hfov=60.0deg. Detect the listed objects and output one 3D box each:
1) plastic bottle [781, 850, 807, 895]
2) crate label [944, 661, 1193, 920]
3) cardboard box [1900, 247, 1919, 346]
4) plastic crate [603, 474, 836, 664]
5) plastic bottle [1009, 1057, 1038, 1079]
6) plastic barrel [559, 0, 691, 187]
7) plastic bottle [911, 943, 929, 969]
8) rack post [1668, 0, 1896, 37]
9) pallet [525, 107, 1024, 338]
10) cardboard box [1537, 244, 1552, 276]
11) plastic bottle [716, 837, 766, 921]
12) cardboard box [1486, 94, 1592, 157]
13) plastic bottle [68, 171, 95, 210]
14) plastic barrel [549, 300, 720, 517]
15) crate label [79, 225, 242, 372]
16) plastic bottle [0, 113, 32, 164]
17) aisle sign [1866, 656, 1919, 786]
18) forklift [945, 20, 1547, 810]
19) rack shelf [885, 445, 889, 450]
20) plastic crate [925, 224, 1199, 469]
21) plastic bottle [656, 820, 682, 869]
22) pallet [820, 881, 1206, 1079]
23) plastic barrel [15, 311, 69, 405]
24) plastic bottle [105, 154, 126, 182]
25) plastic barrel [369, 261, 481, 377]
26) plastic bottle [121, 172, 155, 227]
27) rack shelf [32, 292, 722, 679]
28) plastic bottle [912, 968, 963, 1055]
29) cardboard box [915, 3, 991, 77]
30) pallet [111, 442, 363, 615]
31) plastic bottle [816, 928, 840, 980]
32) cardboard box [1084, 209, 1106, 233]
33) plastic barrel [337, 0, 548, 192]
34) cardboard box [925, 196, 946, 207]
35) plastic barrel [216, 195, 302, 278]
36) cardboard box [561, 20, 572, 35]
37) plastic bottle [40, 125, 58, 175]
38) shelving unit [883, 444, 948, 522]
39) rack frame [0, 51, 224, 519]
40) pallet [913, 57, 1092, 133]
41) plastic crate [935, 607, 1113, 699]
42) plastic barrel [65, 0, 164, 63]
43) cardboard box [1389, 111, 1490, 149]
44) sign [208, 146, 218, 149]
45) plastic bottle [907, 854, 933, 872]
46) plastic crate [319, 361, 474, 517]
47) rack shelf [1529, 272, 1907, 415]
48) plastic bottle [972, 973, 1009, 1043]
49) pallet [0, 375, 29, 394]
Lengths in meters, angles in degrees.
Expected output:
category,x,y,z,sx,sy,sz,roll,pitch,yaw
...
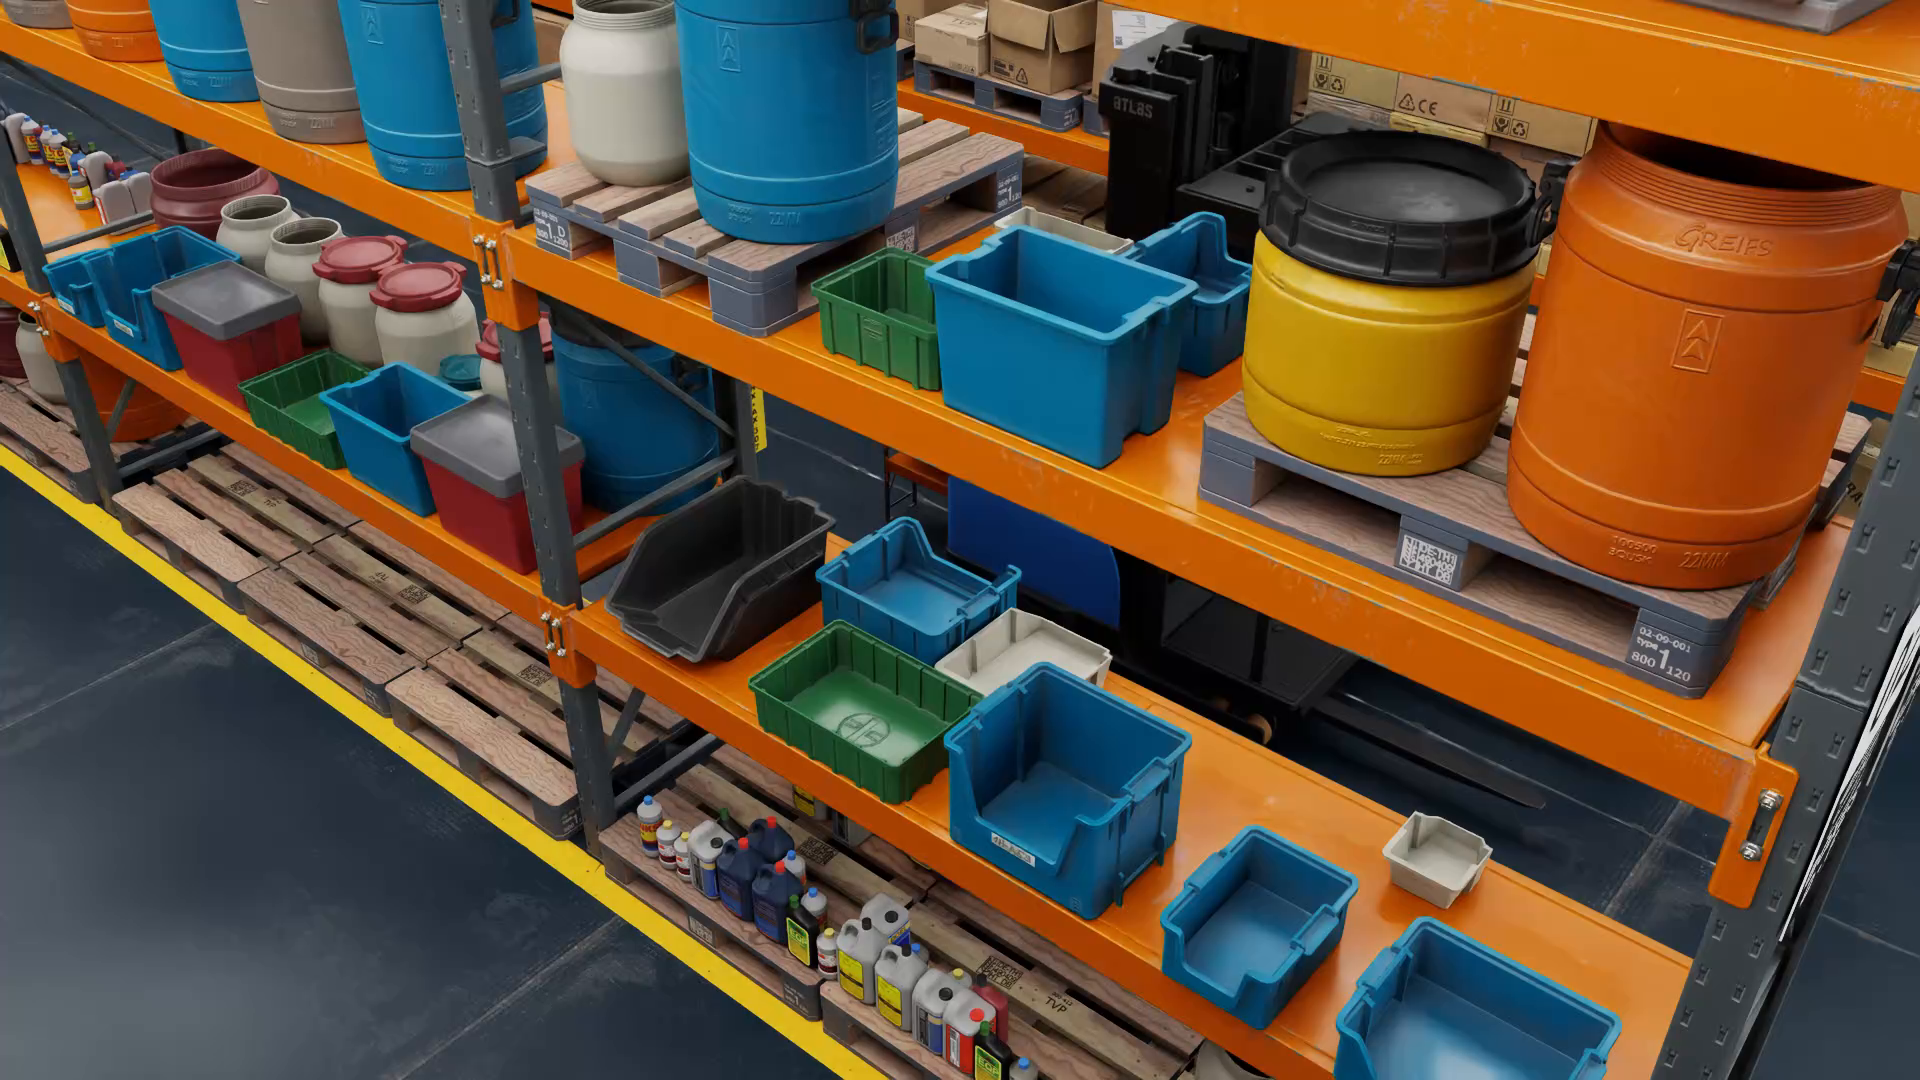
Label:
category,x,y,z,sx,sy,sz,roll,pitch,yaw
plastic bottle,-0.628,1.277,6.263,0.097,0.271,0.097,0,34,0
crate label,0.315,0.746,4.983,0.616,0.435,0.502,25,42,32
cardboard box,4.667,-1.221,7.527,0.500,0.500,0.875,25,42,32
plastic crate,-0.850,0.131,5.964,0.504,0.338,0.767,25,42,32
plastic bottle,0.211,1.807,5.552,0.097,0.201,0.097,0,34,0
plastic barrel,-0.966,-1.354,4.952,0.421,0.512,0.421,0,34,0
plastic bottle,-0.158,1.527,5.960,0.097,0.201,0.097,0,34,0
rack post,1.403,-1.287,3.116,0.937,0.300,0.954,-29,44,-35
pallet,-0.554,-1.079,5.189,1.003,0.211,1.213,25,42,32
cardboard box,3.132,-1.445,8.426,0.250,0.149,0.380,25,42,32
plastic bottle,-0.816,1.244,6.240,0.185,0.351,0.144,26,42,33
cardboard box,2.950,-2.235,8.121,0.500,0.500,0.500,25,42,32
plastic bottle,-4.792,-1.910,9.058,0.097,0.201,0.097,0,34,0
plastic barrel,-1.274,-0.618,6.557,0.708,0.901,0.600,25,42,32
crate label,-3.655,-1.125,7.708,0.616,0.435,0.502,25,42,32
plastic bottle,-5.437,-2.337,9.613,0.135,0.276,0.152,25,42,32
aisle sign,2.146,0.136,3.606,0.004,0.787,0.394,25,42,32
forklift,1.392,-0.613,7.054,3.031,2.935,1.130,24,41,31
rack shelf,-0.127,-0.499,8.536,0.480,0.148,0.258,25,42,32
plastic crate,0.245,-0.480,4.164,0.575,0.384,0.392,25,42,32
plastic bottle,-1.129,1.176,6.472,0.097,0.201,0.097,0,34,0
pallet,0.260,1.713,6.069,1.213,0.211,1.003,25,42,32
plastic barrel,-5.123,-1.071,9.487,0.421,0.512,0.421,0,34,0
plastic bottle,-4.594,-1.977,9.082,0.133,0.283,0.061,25,42,32
plastic barrel,-2.330,-0.903,7.296,0.433,0.535,0.433,0,34,0
plastic bottle,-4.371,-1.835,8.881,0.135,0.276,0.152,25,42,32
rack shelf,-2.708,-0.567,7.562,4.000,0.370,1.077,25,42,32
plastic bottle,-0.072,1.623,5.755,0.135,0.276,0.152,24,41,31
cardboard box,0.065,-3.147,10.445,0.500,0.250,0.500,24,41,31
pallet,-3.675,-0.141,8.769,1.213,0.211,1.003,25,42,32
plastic bottle,-0.469,1.487,6.019,0.097,0.201,0.097,0,34,0
cardboard box,1.185,-1.858,10.625,0.500,0.500,0.700,25,42,32
plastic barrel,-1.701,-1.672,5.443,0.708,0.901,0.600,25,42,32
cardboard box,-0.114,-2.465,11.509,0.500,0.500,0.700,22,40,28
plastic barrel,-3.318,-1.355,7.974,0.421,0.512,0.421,0,34,0
cardboard box,-2.273,-3.626,12.886,0.875,0.875,1.225,25,42,32
plastic bottle,-5.153,-2.221,9.449,0.097,0.271,0.097,0,34,0
shelving unit,-0.127,-0.555,8.498,0.503,1.200,0.258,25,42,32
rack frame,-4.245,-1.588,8.413,0.127,3.000,1.000,25,42,32
pallet,0.471,-2.965,10.587,1.213,0.211,1.003,25,42,32
plastic crate,0.239,0.447,5.682,0.437,0.136,0.530,25,42,32
plastic barrel,-3.250,-2.373,6.527,0.708,0.830,0.600,25,42,32
cardboard box,2.666,-2.072,8.766,0.500,0.500,0.875,25,42,32
sign,-3.899,-1.898,8.719,0.005,0.325,0.100,25,42,32
plastic bottle,-0.142,1.147,6.441,0.133,0.283,0.061,25,42,32
plastic crate,-2.218,-0.397,6.693,0.575,0.384,0.392,25,42,32
rack shelf,3.535,-1.273,8.590,4.000,0.370,1.077,25,42,32
plastic bottle,0.103,1.623,5.747,0.133,0.283,0.061,25,42,32
pallet,-5.811,-1.148,10.236,1.213,0.211,1.003,25,42,32
